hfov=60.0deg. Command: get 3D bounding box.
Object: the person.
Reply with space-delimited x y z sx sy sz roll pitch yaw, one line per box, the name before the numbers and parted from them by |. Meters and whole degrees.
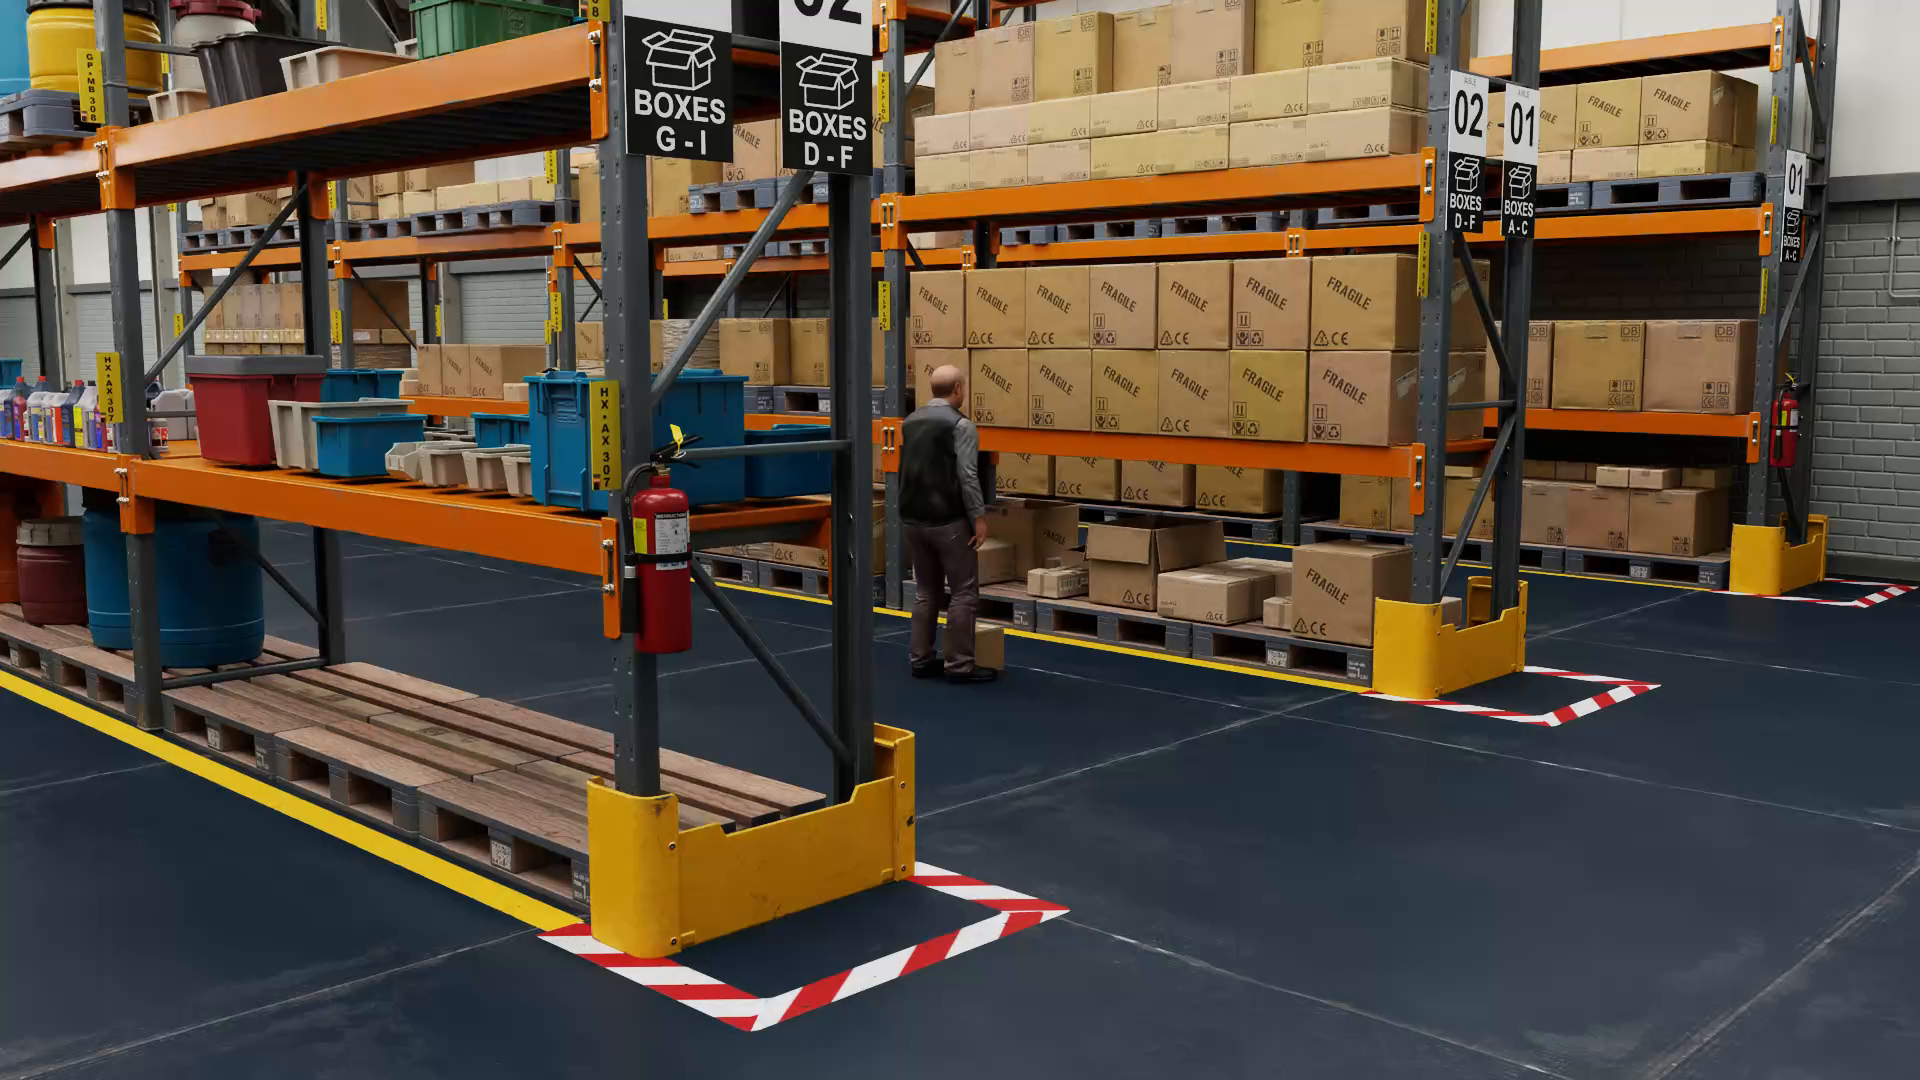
person | -0.108 -0.091 9.099 0.580 1.721 0.421 7 10 44
